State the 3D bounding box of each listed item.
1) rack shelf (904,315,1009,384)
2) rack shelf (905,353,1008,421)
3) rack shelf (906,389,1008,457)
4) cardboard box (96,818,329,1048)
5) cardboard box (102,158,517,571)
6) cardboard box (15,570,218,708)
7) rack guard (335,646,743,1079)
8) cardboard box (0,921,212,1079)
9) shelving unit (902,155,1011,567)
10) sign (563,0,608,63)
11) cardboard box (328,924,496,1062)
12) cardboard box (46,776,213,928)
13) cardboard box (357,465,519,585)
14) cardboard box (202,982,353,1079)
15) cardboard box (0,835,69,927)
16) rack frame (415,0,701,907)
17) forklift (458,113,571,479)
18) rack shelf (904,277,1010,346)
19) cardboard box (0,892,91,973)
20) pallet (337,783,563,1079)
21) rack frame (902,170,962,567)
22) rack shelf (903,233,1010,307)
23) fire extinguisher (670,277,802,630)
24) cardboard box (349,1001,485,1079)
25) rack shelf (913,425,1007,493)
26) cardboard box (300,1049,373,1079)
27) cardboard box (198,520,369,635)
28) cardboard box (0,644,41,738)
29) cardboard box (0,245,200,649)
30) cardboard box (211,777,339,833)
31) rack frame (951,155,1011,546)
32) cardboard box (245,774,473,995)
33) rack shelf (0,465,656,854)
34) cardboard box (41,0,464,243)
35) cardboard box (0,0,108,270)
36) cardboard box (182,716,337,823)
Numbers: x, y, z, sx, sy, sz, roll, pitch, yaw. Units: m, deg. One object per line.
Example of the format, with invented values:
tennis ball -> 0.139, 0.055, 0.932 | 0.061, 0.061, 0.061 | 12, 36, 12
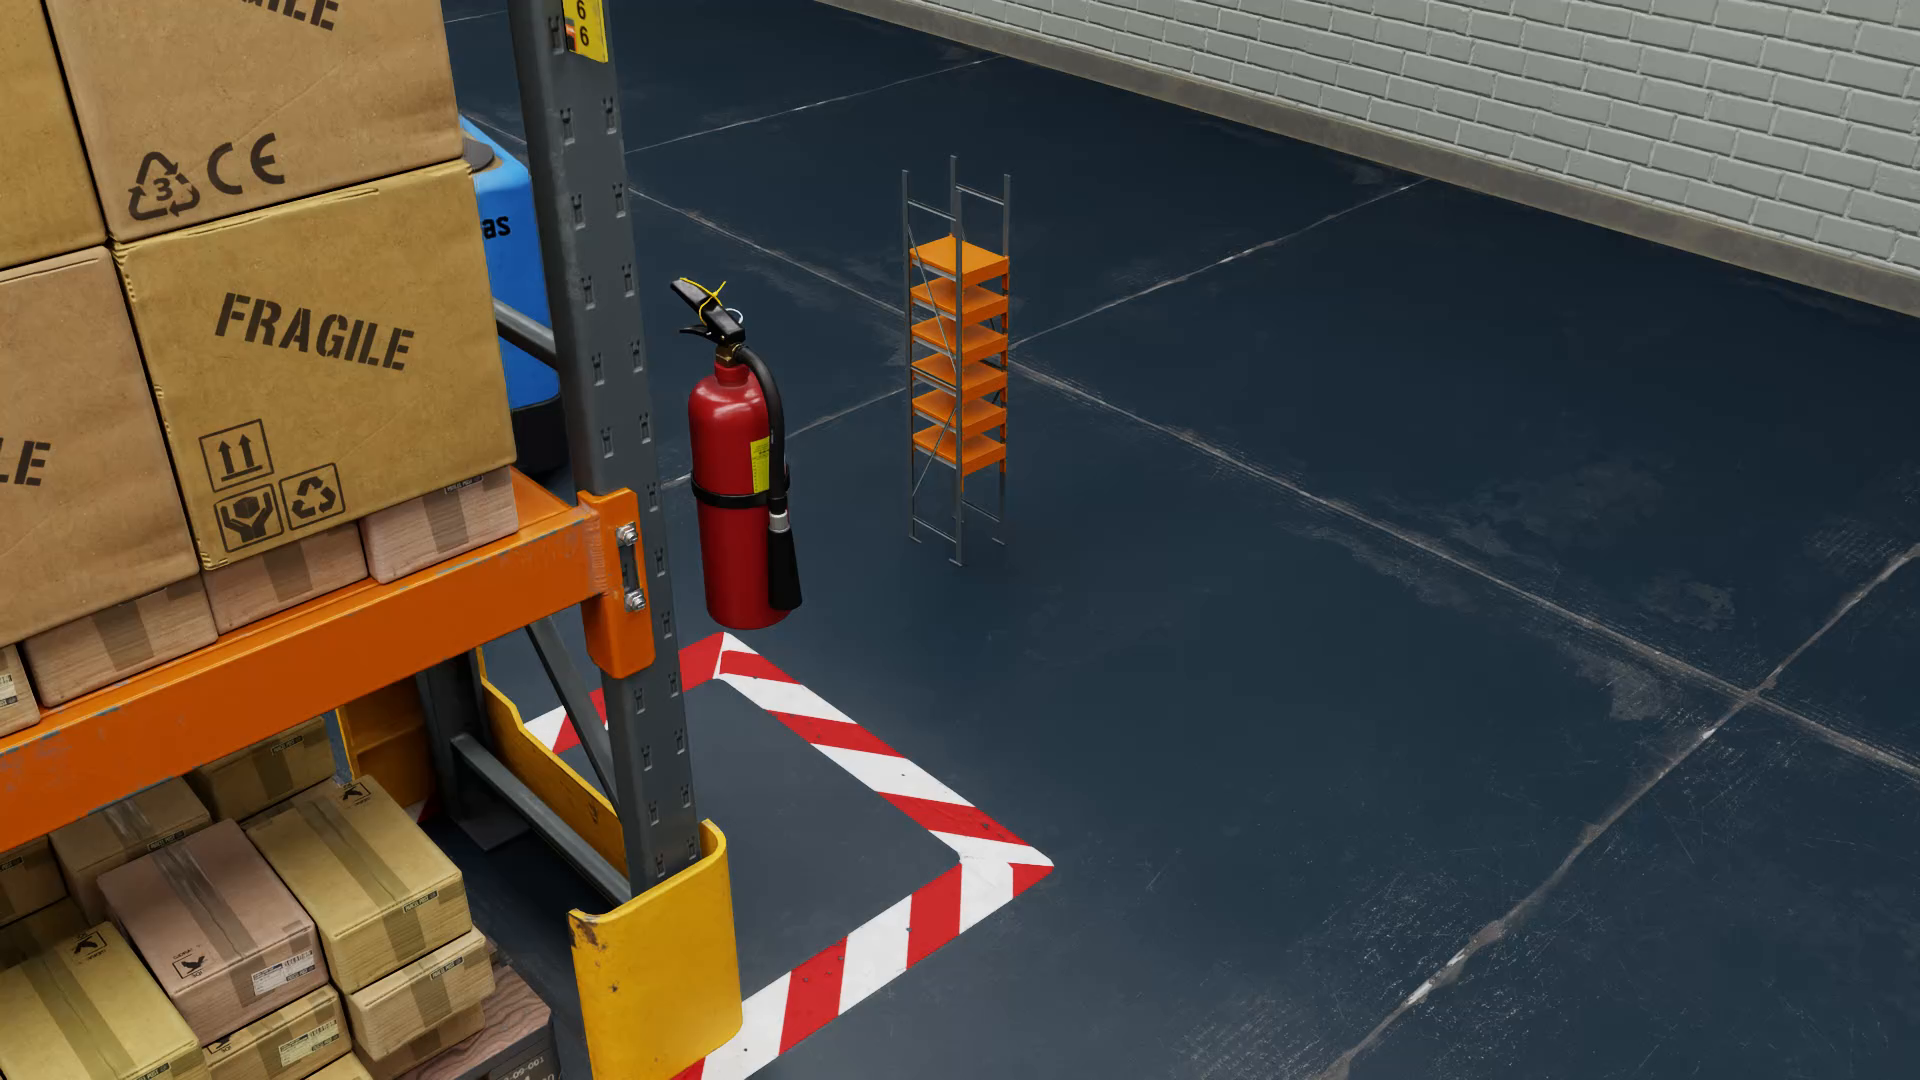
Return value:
rack shelf -> -0.011, -0.571, 4.889 | 0.180, 0.103, 0.258 | -26, 40, -35
rack shelf -> -0.011, -0.469, 4.952 | 0.180, 0.103, 0.258 | -26, 40, -35
rack shelf -> -0.011, -0.366, 5.014 | 0.180, 0.103, 0.258 | -26, 40, -35
cardboard box -> -1.345, 0.700, 2.990 | 0.250, 0.149, 0.380 | -25, 39, -35
cardboard box -> -1.060, -0.347, 2.561 | 0.500, 0.500, 0.500 | -25, 39, -35
cardboard box -> -1.334, 0.064, 2.511 | 0.250, 0.149, 0.380 | -26, 40, -36
rack guard -> -0.961, 0.658, 3.695 | 0.348, 0.500, 1.175 | -26, 40, -35
cardboard box -> -1.448, 0.840, 2.760 | 0.250, 0.149, 0.380 | -27, 40, -36
shelving unit -> -0.011, -0.507, 4.929 | 0.189, 1.200, 0.258 | -26, 40, -35
sign -> -0.543, -0.845, 2.343 | 0.005, 0.325, 0.100 | -26, 40, -35
cardboard box -> -1.099, 0.771, 3.159 | 0.250, 0.149, 0.380 | -27, 41, -37
cardboard box -> -1.641, 0.548, 3.239 | 0.250, 0.149, 0.380 | -25, 39, -35
cardboard box -> -0.952, -0.104, 2.786 | 0.250, 0.149, 0.380 | -26, 40, -35
cardboard box -> -1.327, 0.843, 3.041 | 0.250, 0.149, 0.380 | -27, 40, -36
cardboard box -> -1.913, 0.588, 3.173 | 0.250, 0.149, 0.380 | -26, 40, -36
rack frame -> -0.906, -0.435, 3.087 | 0.127, 3.000, 1.000 | -26, 40, -35
forklift -> -2.816, -1.263, 4.506 | 3.031, 2.935, 1.130 | -18, 36, -27
rack shelf -> -0.011, -0.674, 4.827 | 0.180, 0.103, 0.258 | -26, 40, -35
cardboard box -> -1.823, 0.759, 3.179 | 0.250, 0.149, 0.380 | -25, 39, -35
pallet -> -1.581, 1.056, 3.321 | 1.213, 0.211, 1.003 | -26, 40, -35
rack frame -> -0.078, -0.474, 4.876 | 0.006, 1.200, 0.240 | -26, 40, -35
rack shelf -> -0.011, -0.776, 4.764 | 0.180, 0.103, 0.258 | -26, 40, -35
fire extinguisher -> -0.407, -0.156, 3.062 | 0.183, 0.674, 0.296 | -26, 40, -35
cardboard box -> -1.150, 0.868, 3.285 | 0.250, 0.149, 0.380 | -25, 39, -35
rack shelf -> -0.011, -0.264, 5.077 | 0.180, 0.103, 0.258 | -26, 40, -35
cardboard box -> -1.269, 0.998, 3.072 | 0.250, 0.149, 0.380 | -24, 39, -34
cardboard box -> -1.160, -0.031, 2.665 | 0.250, 0.149, 0.380 | -26, 40, -36
cardboard box -> -1.505, 0.164, 2.348 | 0.250, 0.149, 0.380 | -25, 39, -34
cardboard box -> -1.441, -0.166, 2.266 | 0.500, 0.500, 0.500 | -27, 40, -36
cardboard box -> -1.464, 0.562, 3.500 | 0.250, 0.149, 0.380 | -24, 39, -34
rack frame -> 0.056, -0.539, 4.982 | 0.006, 1.200, 0.240 | -26, 40, -35
cardboard box -> -1.121, 0.633, 3.100 | 0.250, 0.149, 0.380 | -25, 40, -35
rack shelf -> -2.372, 0.581, 2.114 | 4.000, 0.370, 1.077 | -26, 40, -35
cardboard box -> -1.072, -0.774, 2.301 | 0.500, 0.500, 0.500 | -27, 40, -36
cardboard box -> -1.444, -0.594, 2.007 | 0.500, 0.500, 0.500 | -27, 41, -37
cardboard box -> -1.521, 0.404, 3.474 | 0.380, 0.149, 0.250 | 27, 41, 37
